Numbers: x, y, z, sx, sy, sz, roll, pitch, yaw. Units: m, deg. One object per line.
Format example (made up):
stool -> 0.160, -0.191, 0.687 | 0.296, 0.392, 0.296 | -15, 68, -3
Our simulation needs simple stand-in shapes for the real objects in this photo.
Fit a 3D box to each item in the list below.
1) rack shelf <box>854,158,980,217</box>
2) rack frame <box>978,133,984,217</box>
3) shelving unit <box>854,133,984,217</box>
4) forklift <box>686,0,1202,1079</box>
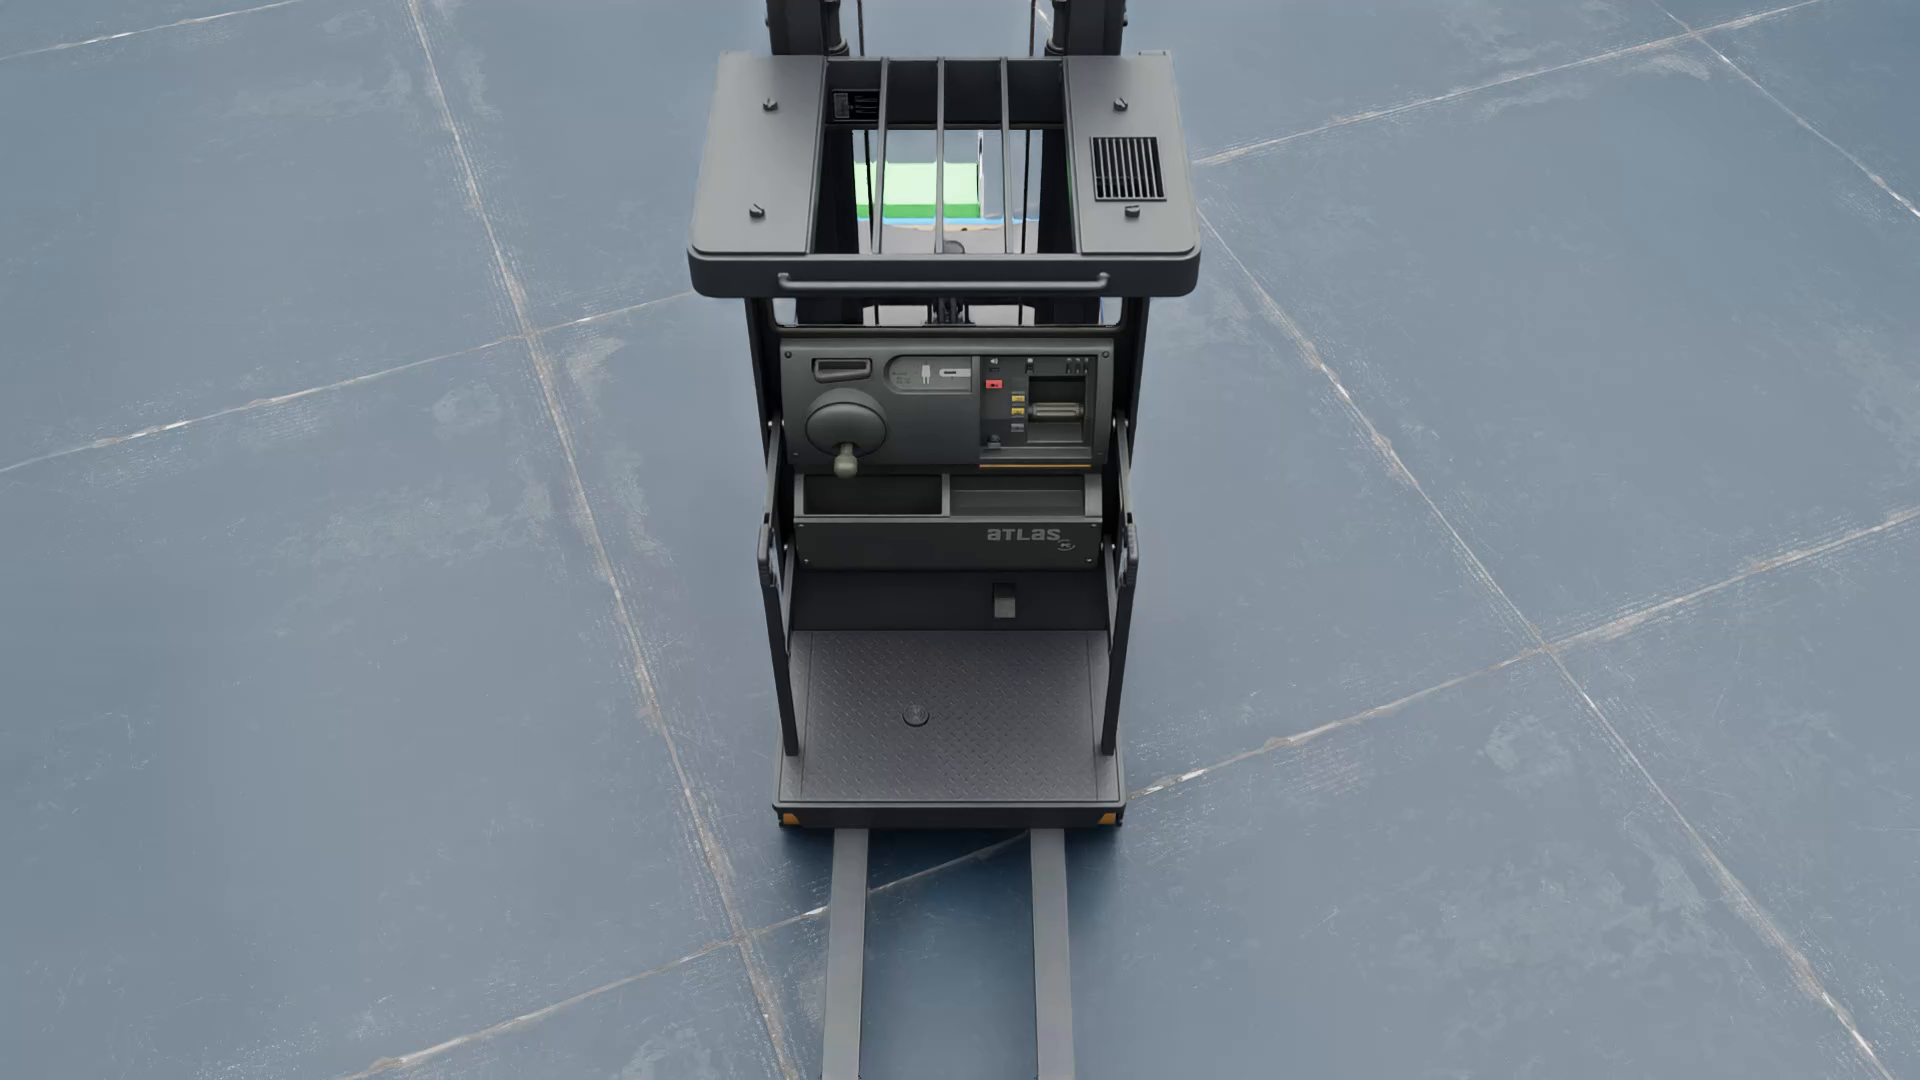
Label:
rack shelf -> -0.170, -1.234, 5.970 | 0.480, 0.148, 0.258 | 0, 49, 0
rack frame -> 0.074, -0.964, 6.287 | 0.015, 1.200, 0.240 | 0, 49, 0
shelving unit -> -0.170, -0.962, 6.286 | 0.503, 1.200, 0.258 | 0, 49, 0
forklift -> -0.034, -0.268, 4.548 | 1.130, 2.935, 3.031 | 0, 49, 0
